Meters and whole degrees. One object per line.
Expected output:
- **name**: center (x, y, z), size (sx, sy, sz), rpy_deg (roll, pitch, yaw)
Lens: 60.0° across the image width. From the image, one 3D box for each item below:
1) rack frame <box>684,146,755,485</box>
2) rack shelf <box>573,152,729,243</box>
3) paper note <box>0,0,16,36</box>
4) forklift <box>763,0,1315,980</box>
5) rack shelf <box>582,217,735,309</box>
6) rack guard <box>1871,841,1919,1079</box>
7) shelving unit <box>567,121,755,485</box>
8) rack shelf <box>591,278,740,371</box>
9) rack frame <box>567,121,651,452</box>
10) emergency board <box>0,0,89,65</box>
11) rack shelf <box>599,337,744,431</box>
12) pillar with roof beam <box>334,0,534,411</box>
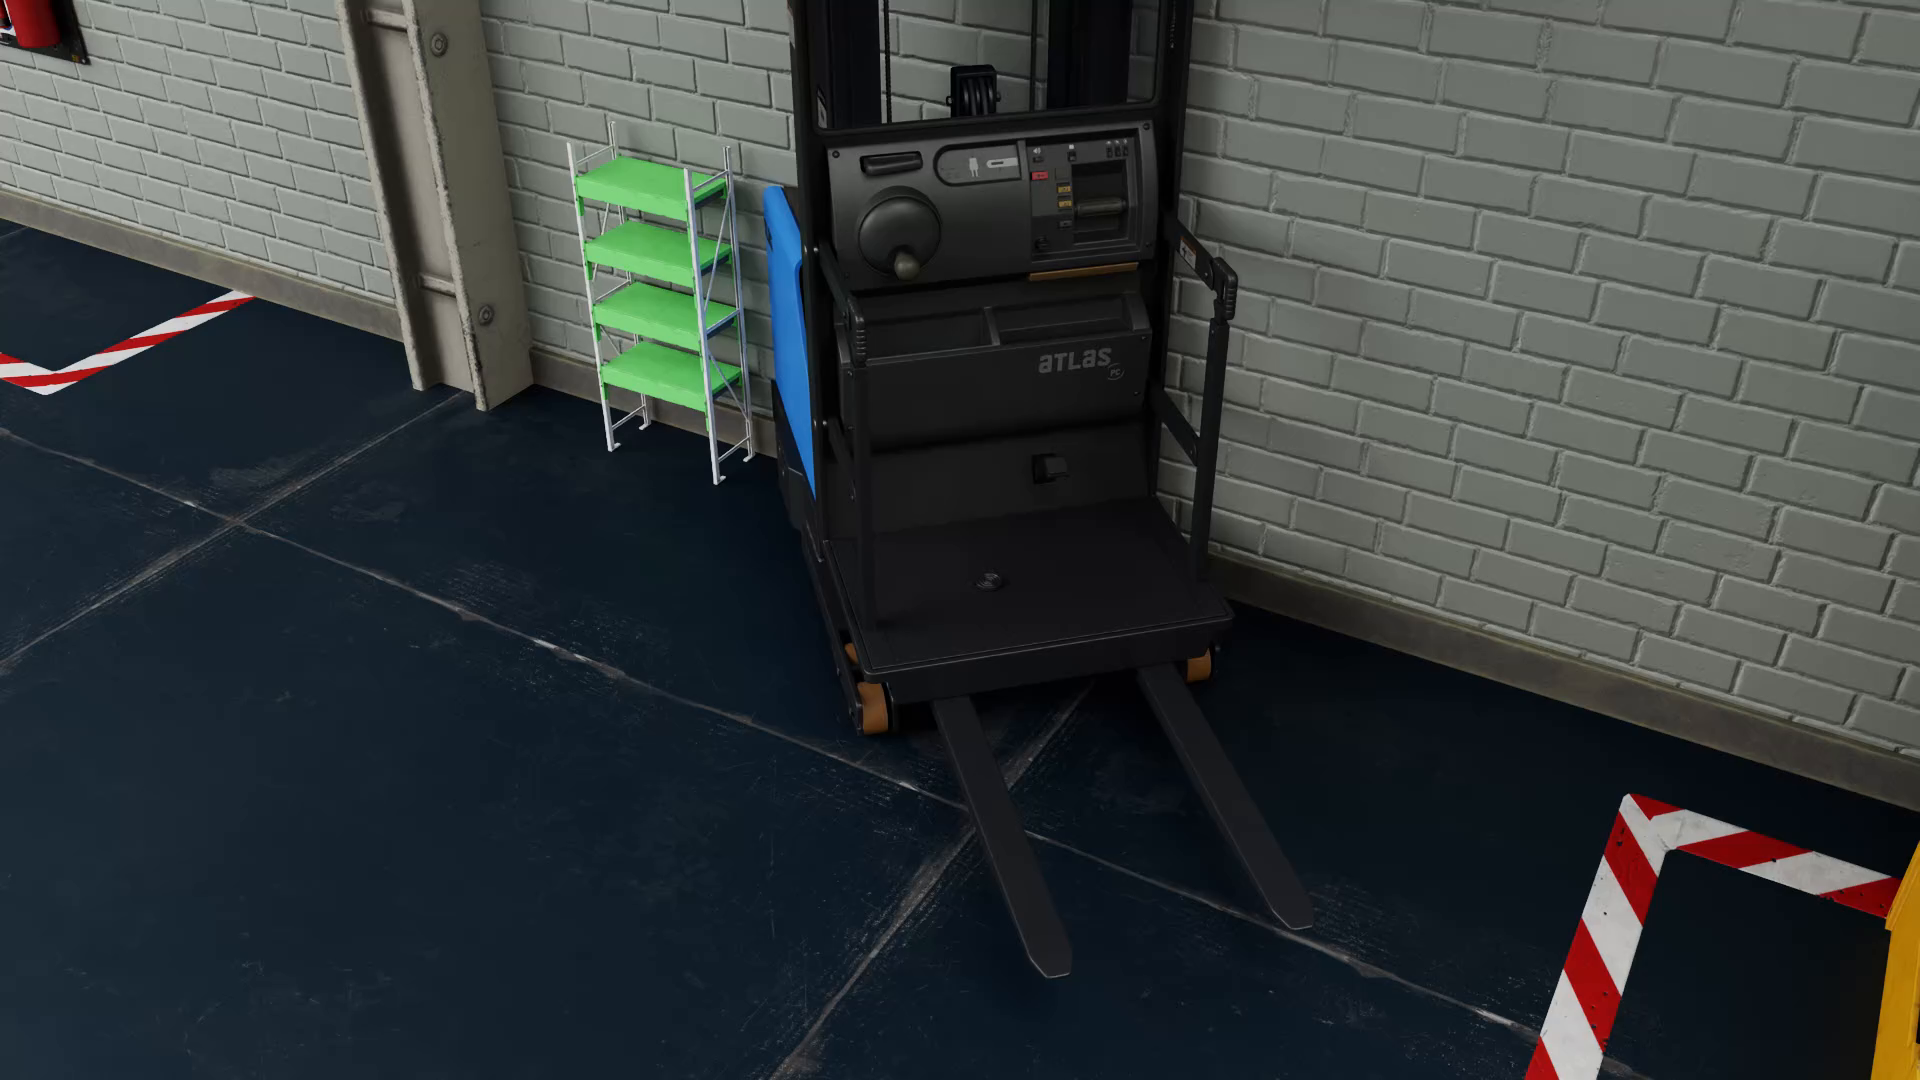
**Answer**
- **rack frame**: center (-0.831, -0.760, 5.809), size (0.015, 1.200, 0.240), rpy_deg (17, 37, 24)
- **rack shelf**: center (-1.044, -1.172, 5.677), size (0.480, 0.148, 0.258), rpy_deg (17, 37, 24)
- **paper note**: center (-4.194, -2.292, 7.281), size (0.142, 0.148, 0.016), rpy_deg (18, 37, 24)
- **forklift**: center (0.154, -0.882, 4.430), size (1.130, 2.935, 3.031), rpy_deg (-8, 34, -12)
- **rack shelf**: center (-1.044, -0.973, 5.810), size (0.480, 0.148, 0.258), rpy_deg (17, 37, 24)
- **rack guard**: center (2.290, 1.056, 3.713), size (0.348, 0.500, 1.175), rpy_deg (18, 37, 24)
- **shelving unit**: center (-1.044, -0.826, 5.908), size (0.503, 1.200, 0.258), rpy_deg (17, 37, 24)
- **rack shelf**: center (-1.044, -0.773, 5.943), size (0.480, 0.148, 0.258), rpy_deg (17, 37, 24)
- **rack frame**: center (-1.257, -0.892, 6.007), size (0.015, 1.200, 0.240), rpy_deg (17, 37, 24)
- **emergency board**: center (-4.075, -2.577, 6.914), size (0.643, 1.169, 0.194), rpy_deg (18, 37, 24)
- **rack shelf**: center (-1.044, -0.573, 6.076), size (0.480, 0.148, 0.258), rpy_deg (17, 37, 24)
- **pillar with roof beam**: center (-4.084, -2.304, 1.092), size (0.400, 9.000, 9.100), rpy_deg (18, 37, 24)
